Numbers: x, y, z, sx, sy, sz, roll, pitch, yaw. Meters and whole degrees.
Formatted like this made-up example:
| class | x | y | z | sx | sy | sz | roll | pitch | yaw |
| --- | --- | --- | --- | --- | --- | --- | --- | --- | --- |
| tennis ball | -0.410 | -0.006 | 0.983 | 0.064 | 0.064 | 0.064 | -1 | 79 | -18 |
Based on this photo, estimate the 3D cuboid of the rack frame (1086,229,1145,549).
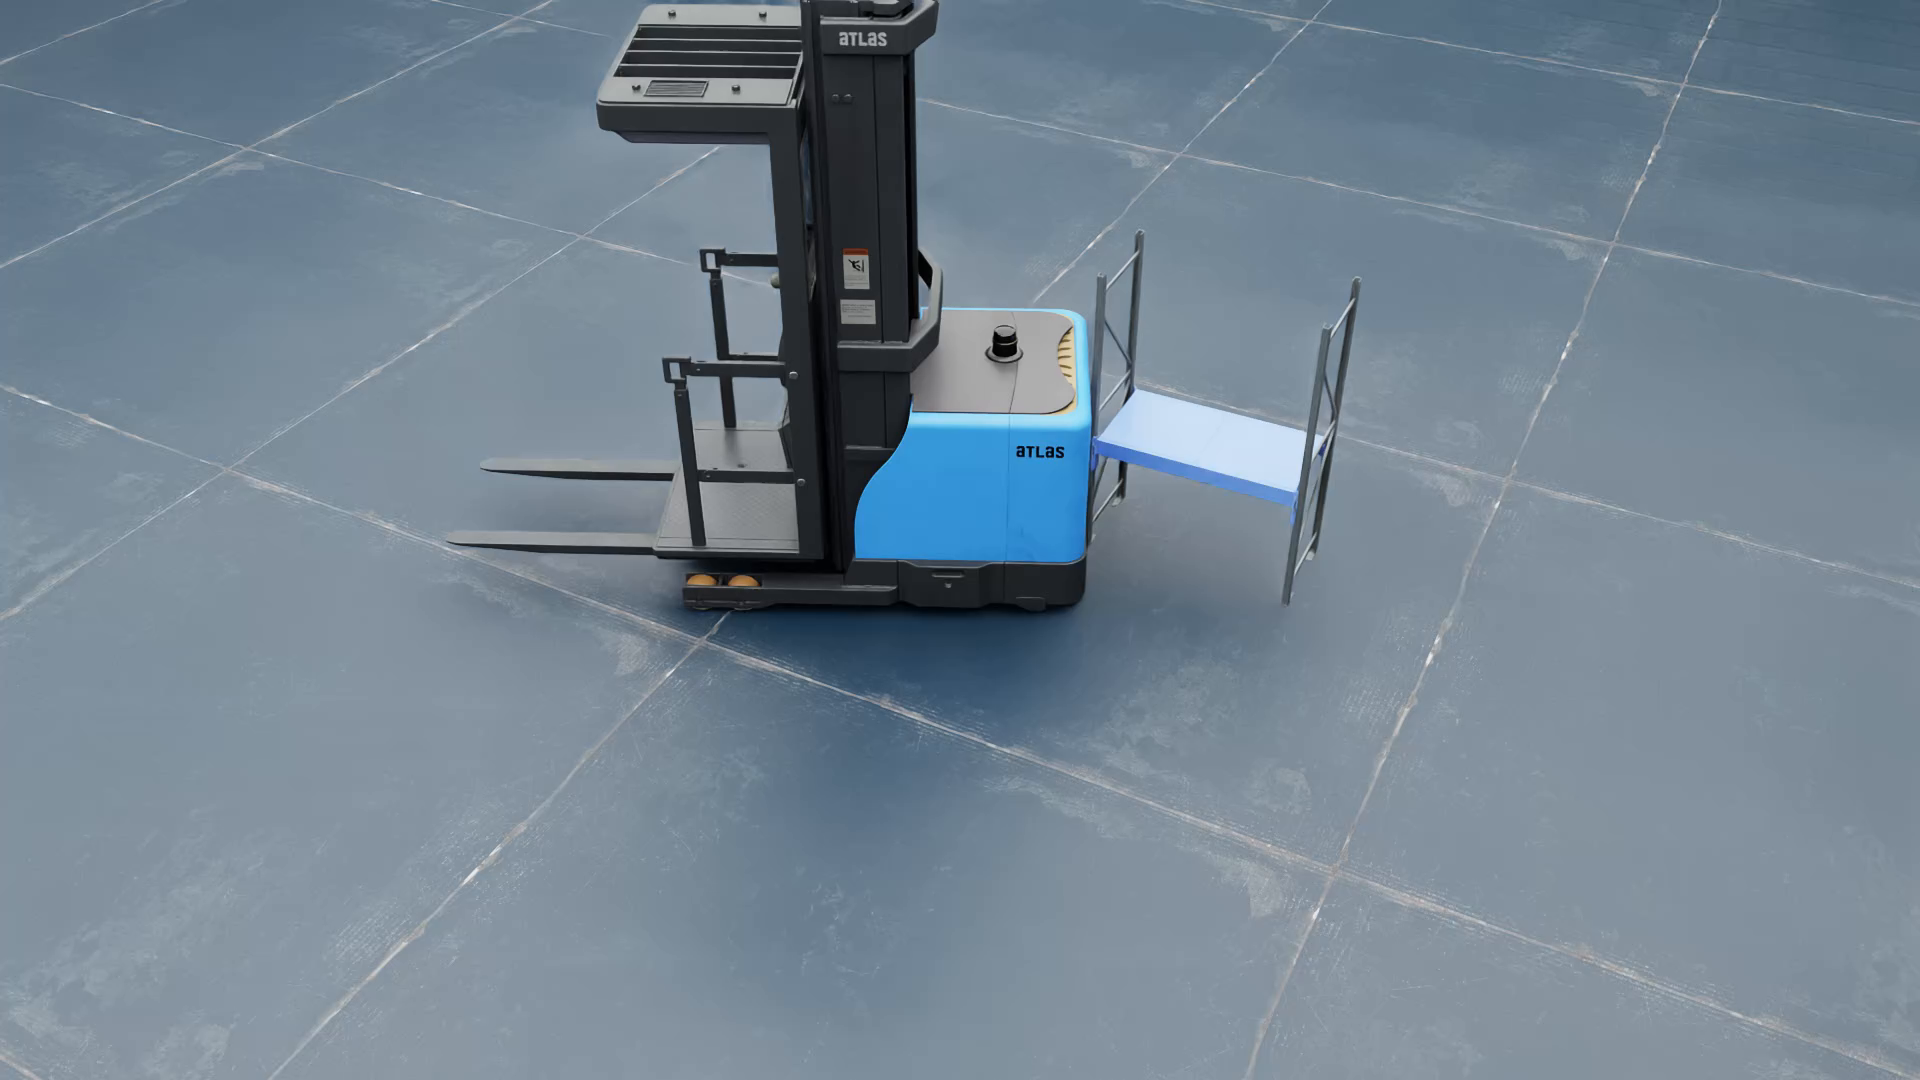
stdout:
| class | x | y | z | sx | sy | sz | roll | pitch | yaw |
| --- | --- | --- | --- | --- | --- | --- | --- | --- | --- |
| rack frame | 0.726 | -0.693 | 7.923 | 0.032 | 1.500 | 0.500 | 17 | 40 | 21 |

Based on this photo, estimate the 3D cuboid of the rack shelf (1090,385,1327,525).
| class | x | y | z | sx | sy | sz | roll | pitch | yaw |
| --- | --- | --- | --- | --- | --- | --- | --- | --- | --- |
| rack shelf | 1.181 | -0.413 | 7.851 | 1.000 | 0.185 | 0.538 | 17 | 40 | 21 |

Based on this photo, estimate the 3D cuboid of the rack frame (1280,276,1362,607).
| class | x | y | z | sx | sy | sz | roll | pitch | yaw |
| --- | --- | --- | --- | --- | --- | --- | --- | --- | --- |
| rack frame | 1.637 | -0.420 | 7.563 | 0.032 | 1.500 | 0.500 | 17 | 40 | 21 |

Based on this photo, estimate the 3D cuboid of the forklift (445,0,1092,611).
| class | x | y | z | sx | sy | sz | roll | pitch | yaw |
| --- | --- | --- | --- | --- | --- | --- | --- | --- | --- |
| forklift | -0.915 | -1.154 | 7.347 | 3.031 | 2.935 | 1.130 | 1 | 37 | 2 |

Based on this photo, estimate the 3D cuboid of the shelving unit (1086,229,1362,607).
| class | x | y | z | sx | sy | sz | roll | pitch | yaw |
| --- | --- | --- | --- | --- | --- | --- | --- | --- | --- |
| shelving unit | 1.181 | -0.557 | 7.743 | 1.048 | 1.500 | 0.538 | 17 | 40 | 21 |
